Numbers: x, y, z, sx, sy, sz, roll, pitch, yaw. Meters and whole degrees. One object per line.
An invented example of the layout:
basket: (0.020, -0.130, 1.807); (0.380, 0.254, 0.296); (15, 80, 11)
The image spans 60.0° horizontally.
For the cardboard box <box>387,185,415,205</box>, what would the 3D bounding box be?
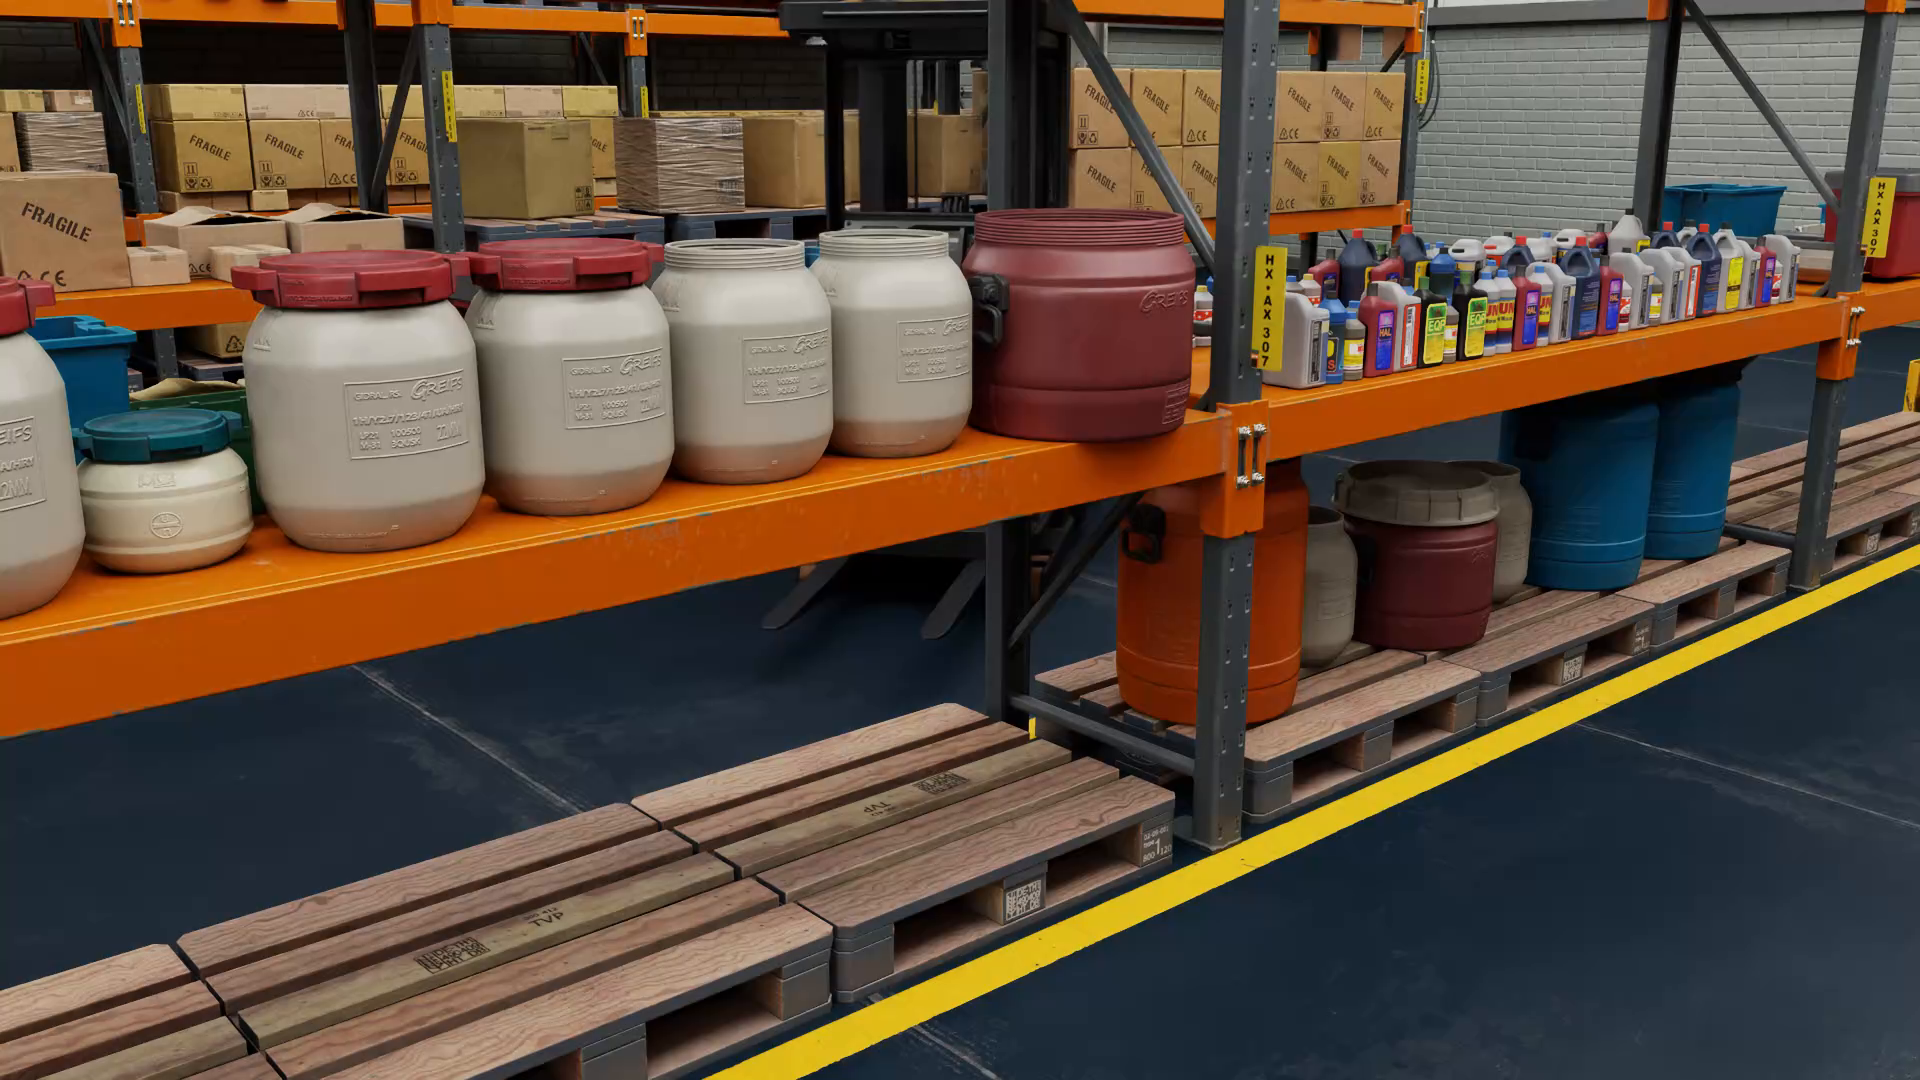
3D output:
cardboard box: (-4.498, -2.732, 13.113); (0.250, 0.149, 0.380); (-13, 19, -39)

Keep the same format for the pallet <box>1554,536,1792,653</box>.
pallet: (2.863, 0.150, 7.280); (1.213, 0.211, 1.003); (-13, 19, -39)

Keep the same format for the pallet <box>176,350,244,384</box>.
pallet: (-5.404, -1.343, 12.867); (1.213, 0.211, 1.003); (-13, 19, -39)

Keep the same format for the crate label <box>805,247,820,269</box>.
crate label: (-0.472, -0.544, 4.404); (0.616, 0.435, 0.502); (-13, 19, -39)

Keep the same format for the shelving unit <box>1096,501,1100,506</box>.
shelving unit: (0.682, -0.655, 8.953); (0.210, 0.900, 0.258); (6, 15, 20)

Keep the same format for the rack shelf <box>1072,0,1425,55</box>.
rack shelf: (1.732, -3.725, 11.965); (4.000, 0.370, 1.077); (-13, 19, -39)

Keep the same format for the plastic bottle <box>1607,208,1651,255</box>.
plastic bottle: (2.964, -1.293, 7.373); (0.185, 0.351, 0.144); (-13, 19, -39)

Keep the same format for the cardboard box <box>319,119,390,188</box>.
cardboard box: (-4.738, -2.976, 12.770); (0.500, 0.500, 0.500); (-13, 20, -40)

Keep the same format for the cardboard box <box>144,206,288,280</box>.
cardboard box: (-3.596, -1.450, 8.040); (0.500, 0.311, 0.500); (-13, 20, -40)

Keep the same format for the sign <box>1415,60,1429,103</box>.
sign: (3.590, -3.563, 12.921); (0.005, 0.325, 0.100); (-13, 19, -39)

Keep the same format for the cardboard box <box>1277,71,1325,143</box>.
cardboard box: (2.317, -3.190, 12.250); (0.500, 0.500, 0.500); (-12, 19, -38)

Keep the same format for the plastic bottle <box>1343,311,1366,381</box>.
plastic bottle: (1.172, -0.587, 5.022); (0.097, 0.201, 0.097); (0, 15, 0)

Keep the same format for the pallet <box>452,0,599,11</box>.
pallet: (-3.690, -4.440, 13.620); (1.217, 0.209, 0.805); (-14, 20, -42)

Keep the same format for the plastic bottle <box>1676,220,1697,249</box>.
plastic bottle: (2.899, -1.105, 6.669); (0.185, 0.351, 0.144); (-13, 19, -39)

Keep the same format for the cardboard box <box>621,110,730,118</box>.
cardboard box: (-2.611, -3.482, 14.893); (0.700, 0.700, 0.980); (-12, 19, -39)

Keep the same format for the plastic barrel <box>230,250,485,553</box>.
plastic barrel: (-1.143, -0.274, 3.200); (0.433, 0.535, 0.433); (0, 15, 0)

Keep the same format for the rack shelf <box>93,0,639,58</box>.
rack shelf: (-4.540, -4.011, 13.037); (4.000, 0.370, 1.077); (-13, 19, -39)

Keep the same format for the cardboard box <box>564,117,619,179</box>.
cardboard box: (-3.214, -3.323, 14.069); (0.500, 0.500, 0.500); (-13, 20, -40)

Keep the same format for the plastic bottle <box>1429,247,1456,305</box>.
plastic bottle: (1.842, -0.982, 6.363); (0.097, 0.271, 0.097); (0, 15, 0)

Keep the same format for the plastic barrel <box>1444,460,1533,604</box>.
plastic barrel: (2.032, -0.034, 6.571); (0.421, 0.512, 0.421); (0, 15, 0)

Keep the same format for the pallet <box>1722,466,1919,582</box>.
pallet: (4.002, -0.105, 8.233); (1.213, 0.211, 1.003); (-13, 19, -39)

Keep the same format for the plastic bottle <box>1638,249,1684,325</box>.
plastic bottle: (2.630, -0.960, 6.272); (0.135, 0.276, 0.152); (-13, 19, -39)

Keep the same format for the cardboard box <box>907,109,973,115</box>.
cardboard box: (-0.392, -3.983, 16.767); (0.700, 0.700, 0.980); (-12, 19, -37)

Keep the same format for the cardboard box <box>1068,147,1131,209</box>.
cardboard box: (0.787, -2.366, 11.103); (0.500, 0.500, 0.500); (-12, 19, -38)

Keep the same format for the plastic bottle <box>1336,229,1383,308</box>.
plastic bottle: (1.490, -0.983, 6.211); (0.185, 0.351, 0.144); (-13, 19, -39)

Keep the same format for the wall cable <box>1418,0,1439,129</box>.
wall cable: (4.488, -6.213, 20.089); (0.112, 2.526, 3.097); (-13, 19, -39)

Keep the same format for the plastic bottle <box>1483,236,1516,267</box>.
plastic bottle: (2.175, -1.099, 6.792); (0.135, 0.276, 0.152); (-13, 19, -39)

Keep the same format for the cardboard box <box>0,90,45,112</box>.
cardboard box: (-6.522, -3.024, 11.454); (0.380, 0.149, 0.250); (12, 19, 38)

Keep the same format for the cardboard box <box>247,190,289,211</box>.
cardboard box: (-5.196, -2.539, 12.393); (0.250, 0.149, 0.380); (-12, 19, -38)

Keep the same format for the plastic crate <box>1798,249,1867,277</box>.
plastic crate: (3.917, -1.272, 7.596); (0.243, 0.136, 0.396); (-13, 19, -39)

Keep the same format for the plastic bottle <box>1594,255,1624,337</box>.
plastic bottle: (2.310, -0.876, 5.944); (0.133, 0.283, 0.061); (-13, 19, -39)

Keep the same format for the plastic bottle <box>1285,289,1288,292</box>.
plastic bottle: (1.120, -0.835, 5.950); (0.097, 0.201, 0.097); (0, 15, 0)

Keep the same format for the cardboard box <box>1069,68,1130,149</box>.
cardboard box: (0.764, -2.841, 10.943); (0.500, 0.500, 0.500); (-12, 19, -38)

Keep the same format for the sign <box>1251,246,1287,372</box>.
sign: (0.821, -0.615, 4.424); (0.005, 0.325, 0.100); (-13, 19, -39)

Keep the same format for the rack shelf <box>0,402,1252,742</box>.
rack shelf: (-1.054, 0.044, 3.666); (4.000, 0.370, 1.077); (-13, 19, -39)

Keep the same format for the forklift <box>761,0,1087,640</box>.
forklift: (-0.113, -1.242, 7.219); (1.130, 2.935, 3.031); (3, 15, 11)

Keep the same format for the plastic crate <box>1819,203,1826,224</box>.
plastic crate: (4.868, -1.694, 8.987); (0.300, 0.233, 0.416); (-13, 19, -39)

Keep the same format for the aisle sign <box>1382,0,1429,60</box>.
aisle sign: (3.494, -4.170, 13.013); (0.004, 0.787, 0.394); (-13, 19, -39)

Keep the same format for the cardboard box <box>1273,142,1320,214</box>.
cardboard box: (2.313, -2.710, 12.389); (0.500, 0.500, 0.500); (-12, 19, -39)

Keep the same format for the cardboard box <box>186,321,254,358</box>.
cardboard box: (-5.408, -1.834, 12.657); (0.750, 0.750, 0.750); (-13, 20, -40)

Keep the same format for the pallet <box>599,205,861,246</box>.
pallet: (-1.330, -1.845, 9.716); (1.213, 0.211, 1.003); (-13, 19, -39)

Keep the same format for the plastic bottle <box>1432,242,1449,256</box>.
plastic bottle: (1.894, -1.043, 6.592); (0.097, 0.271, 0.097); (0, 15, 0)

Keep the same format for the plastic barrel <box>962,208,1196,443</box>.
plastic barrel: (0.304, -0.570, 4.309); (0.708, 0.536, 0.600); (-13, 19, -39)

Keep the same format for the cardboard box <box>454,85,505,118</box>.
cardboard box: (-3.992, -3.512, 13.325); (0.500, 0.250, 0.500); (-12, 19, -38)

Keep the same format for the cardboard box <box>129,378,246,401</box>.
cardboard box: (-3.772, -0.630, 8.225); (0.500, 0.311, 0.500); (-13, 20, -41)

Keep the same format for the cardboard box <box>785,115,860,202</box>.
cardboard box: (-0.758, -2.370, 10.305); (0.500, 0.500, 0.700); (-9, 17, -31)

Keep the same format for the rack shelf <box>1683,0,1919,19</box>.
rack shelf: (4.981, -2.760, 8.353); (4.000, 0.370, 1.077); (-13, 19, -39)

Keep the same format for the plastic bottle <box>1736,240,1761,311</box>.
plastic bottle: (3.112, -1.068, 6.678); (0.135, 0.276, 0.152); (-13, 19, -39)

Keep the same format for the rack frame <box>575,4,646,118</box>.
rack frame: (-3.031, -3.249, 14.599); (0.127, 3.000, 1.000); (-13, 19, -39)

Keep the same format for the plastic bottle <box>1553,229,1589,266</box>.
plastic bottle: (2.597, -1.194, 7.147); (0.135, 0.276, 0.152); (-13, 19, -39)

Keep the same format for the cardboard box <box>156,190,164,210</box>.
cardboard box: (-5.971, -2.564, 12.486); (0.250, 0.149, 0.380); (-12, 19, -38)

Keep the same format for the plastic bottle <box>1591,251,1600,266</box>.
plastic bottle: (2.359, -0.940, 6.205); (0.097, 0.271, 0.097); (0, 15, 0)

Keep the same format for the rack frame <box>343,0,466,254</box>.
rack frame: (-2.794, -1.607, 8.455); (0.127, 3.000, 1.000); (-13, 19, -39)

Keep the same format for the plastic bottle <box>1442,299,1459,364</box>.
plastic bottle: (1.549, -0.672, 5.338); (0.097, 0.201, 0.097); (0, 15, 0)

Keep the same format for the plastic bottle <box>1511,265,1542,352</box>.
plastic bottle: (1.895, -0.783, 5.595); (0.133, 0.283, 0.061); (-13, 19, -39)
